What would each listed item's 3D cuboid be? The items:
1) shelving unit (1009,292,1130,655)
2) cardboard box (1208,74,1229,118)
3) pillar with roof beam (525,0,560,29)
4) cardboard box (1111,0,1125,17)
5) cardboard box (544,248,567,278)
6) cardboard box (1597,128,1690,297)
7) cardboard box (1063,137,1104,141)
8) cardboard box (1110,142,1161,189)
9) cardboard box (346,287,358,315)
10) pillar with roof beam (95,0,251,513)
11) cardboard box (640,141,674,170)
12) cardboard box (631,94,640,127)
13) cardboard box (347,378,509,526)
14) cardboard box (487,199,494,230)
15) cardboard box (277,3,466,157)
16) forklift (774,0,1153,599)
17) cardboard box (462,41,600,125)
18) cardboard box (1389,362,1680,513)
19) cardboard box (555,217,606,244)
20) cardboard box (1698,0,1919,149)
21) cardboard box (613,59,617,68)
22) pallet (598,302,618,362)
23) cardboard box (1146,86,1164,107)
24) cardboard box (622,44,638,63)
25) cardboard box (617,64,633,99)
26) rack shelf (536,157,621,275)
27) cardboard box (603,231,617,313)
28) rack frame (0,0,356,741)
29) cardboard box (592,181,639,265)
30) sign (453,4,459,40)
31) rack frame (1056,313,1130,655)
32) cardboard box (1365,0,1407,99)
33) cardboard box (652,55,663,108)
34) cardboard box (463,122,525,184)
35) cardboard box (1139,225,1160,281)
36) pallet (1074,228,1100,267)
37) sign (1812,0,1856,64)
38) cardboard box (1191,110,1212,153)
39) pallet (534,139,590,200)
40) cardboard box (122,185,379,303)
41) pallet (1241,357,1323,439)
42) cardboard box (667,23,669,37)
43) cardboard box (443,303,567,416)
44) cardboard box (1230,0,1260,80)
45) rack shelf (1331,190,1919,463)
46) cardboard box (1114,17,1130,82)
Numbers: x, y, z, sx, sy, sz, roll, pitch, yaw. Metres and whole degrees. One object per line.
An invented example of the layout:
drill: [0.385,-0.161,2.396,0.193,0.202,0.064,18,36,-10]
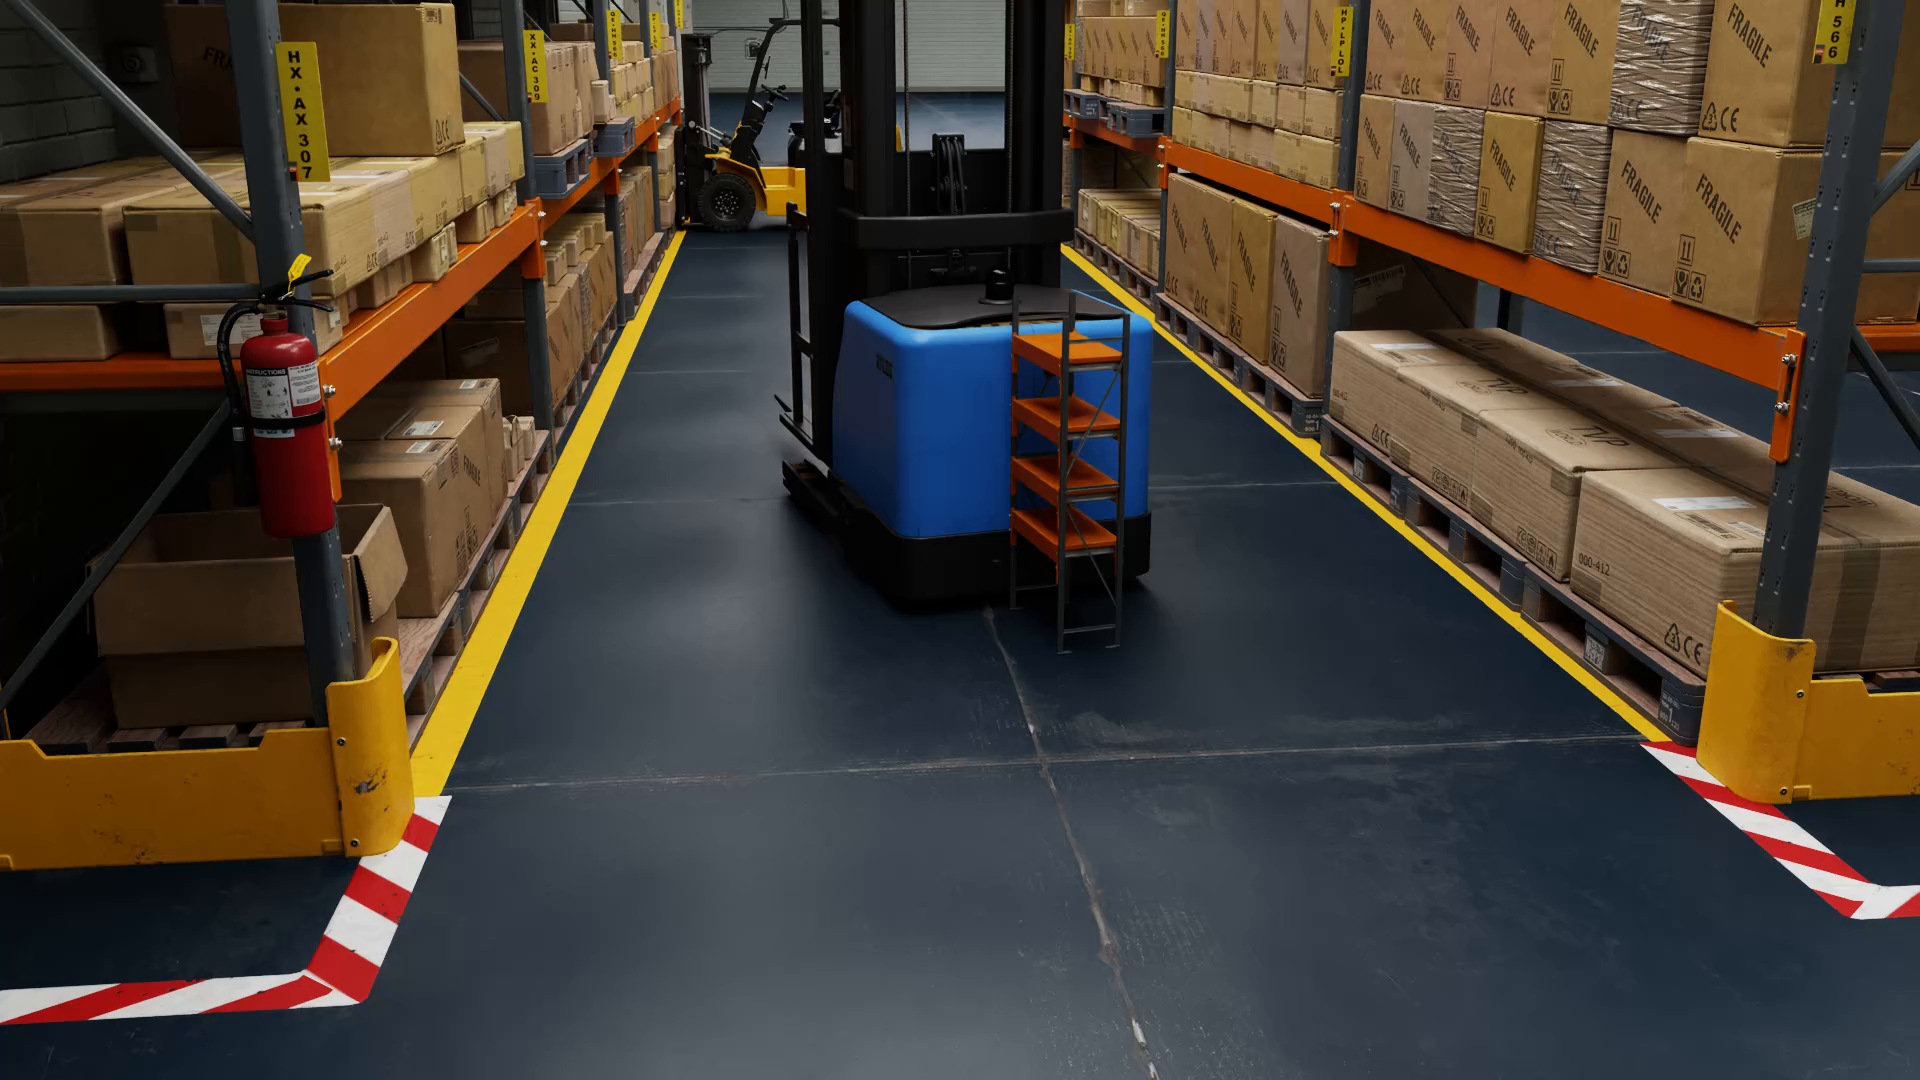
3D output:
shelving unit: [0.380,-0.247,5.962,0.258,1.200,0.503,-6,18,-17]
cardboard box: [1.893,-2.837,10.621,0.500,0.250,0.500,-2,18,-6]
pillar with roof beam: [-0.310,-8.120,18.019,9.100,9.000,0.400,-2,18,-6]
cardboard box: [1.493,-4.551,14.218,0.380,0.149,0.250,-1,17,-3]
cardboard box: [-2.499,-1.605,9.670,0.380,0.149,0.250,-1,17,-4]
cardboard box: [2.470,-1.081,5.446,0.500,0.500,0.500,-2,18,-7]
cardboard box: [1.200,-3.889,17.194,0.500,0.500,0.500,-1,17,-5]
cardboard box: [1.790,-3.754,16.763,0.500,0.500,0.500,-1,17,-3]
cardboard box: [-2.012,-0.732,4.919,0.380,0.149,0.250,-2,18,-6]
pillar with roof beam: [0.928,-4.545,6.631,9.100,9.000,0.400,-2,18,-6]
cardboard box: [-3.135,-3.841,16.623,0.500,0.250,0.500,-2,18,-6]
cardboard box: [-2.904,-3.503,13.578,0.500,0.250,0.500,-1,17,-4]
cardboard box: [-2.242,-0.352,6.761,0.700,0.500,0.500,-2,18,-8]
cardboard box: [-2.146,-1.346,6.875,0.380,0.149,0.250,-1,17,-4]
cardboard box: [-2.051,-1.612,5.806,0.500,0.500,0.500,-1,17,-4]
forklift: [-0.198,-1.578,7.309,1.130,2.935,3.031,-6,18,-17]
cardboard box: [-2.590,-2.746,10.043,0.797,0.503,0.637,-2,18,-7]
cardboard box: [2.458,-0.461,7.213,0.875,0.438,0.875,-2,18,-7]
cardboard box: [-2.580,-2.075,11.166,0.380,0.149,0.250,-3,18,-9]
cardboard box: [2.533,-1.409,4.821,0.500,0.500,0.500,-1,17,-4]
cardboard box: [-2.711,-3.518,12.124,0.380,0.149,0.250,-1,17,-4]
pallet: [-2.903,-1.423,11.357,1.003,0.211,1.213,-2,18,-6]
cardboard box: [1.627,-3.380,12.654,0.380,0.149,0.250,-2,17,-5]
cardboard box: [-2.833,-3.975,13.580,0.380,0.149,0.250,-2,18,-7]
cardboard box: [-2.831,-3.589,13.018,0.500,0.250,0.500,-2,18,-7]
rack shelf: [-2.736,-2.038,9.862,1.077,0.370,4.000,-2,18,-6]
cardboard box: [-2.685,-1.865,11.583,0.500,0.500,0.500,-1,17,-4]
rack frame: [-2.117,-0.594,4.060,1.000,3.000,0.127,-2,18,-6]
cardboard box: [-3.138,-2.626,13.796,0.875,0.625,0.625,-3,18,-8]
sign: [-3.494,-3.511,11.421,0.100,0.325,0.005,-2,18,-6]
rack frame: [0.457,-0.178,5.741,0.240,1.200,0.015,-6,18,-17]
cardboard box: [2.216,-2.315,7.707,0.500,0.500,0.500,-2,18,-5]
cardboard box: [-3.211,-4.511,16.372,0.500,0.500,0.500,-1,17,-5]
cardboard box: [-2.234,-1.711,7.374,0.500,0.250,0.500,-1,17,-4]
cardboard box: [1.946,-2.247,13.012,0.950,0.372,0.625,-3,18,-9]
pallet: [1.664,-2.761,15.619,1.003,0.211,1.213,-2,18,-6]
sign: [2.279,-1.401,4.303,0.100,0.325,0.005,-2,18,-6]
cardboard box: [1.866,-2.754,11.192,0.500,0.250,0.500,-2,18,-7]
pallet: [-2.503,-1.935,8.654,1.003,0.211,1.213,-2,18,-6]
cardboard box: [-1.896,-0.807,4.495,0.500,0.250,0.500,-2,18,-5]
pallet: [2.253,-0.837,9.490,1.003,0.211,1.213,-2,18,-6]
cardboard box: [-3.321,-5.459,17.811,0.380,0.149,0.250,-1,17,-4]
cardboard box: [-2.356,-0.944,8.649,0.500,0.500,0.500,-1,17,-3]
cardboard box: [1.950,-3.049,10.045,0.500,0.500,0.500,-1,17,-5]
rack shelf: [2.614,-1.001,6.558,1.077,0.370,4.000,-2,18,-6]
cardboard box: [1.554,-3.952,13.394,0.500,0.500,0.500,-3,18,-9]
